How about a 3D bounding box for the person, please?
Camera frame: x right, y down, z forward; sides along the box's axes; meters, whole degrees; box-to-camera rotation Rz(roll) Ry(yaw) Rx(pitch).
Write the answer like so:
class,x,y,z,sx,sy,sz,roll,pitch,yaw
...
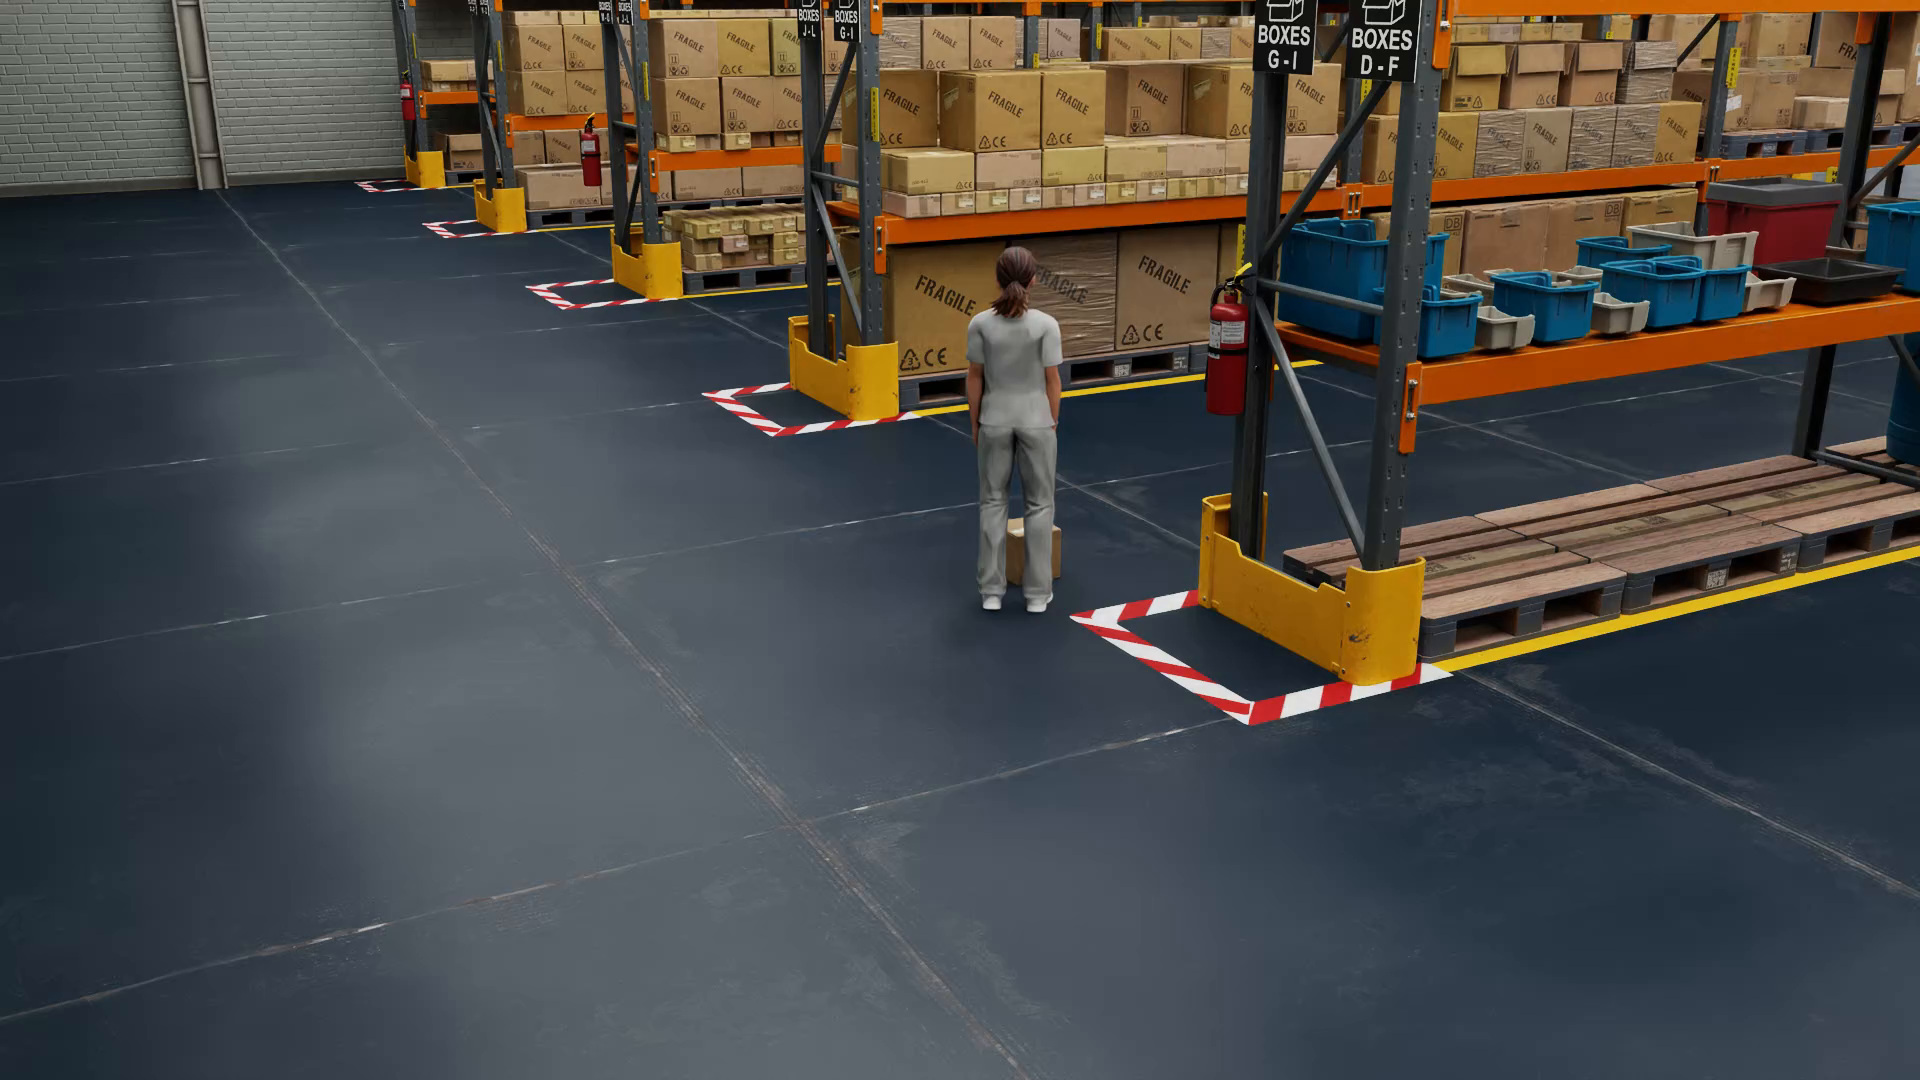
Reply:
class,x,y,z,sx,sy,sz,roll,pitch,yaw
person,0.243,-0.490,7.534,0.438,1.672,0.362,3,19,10
